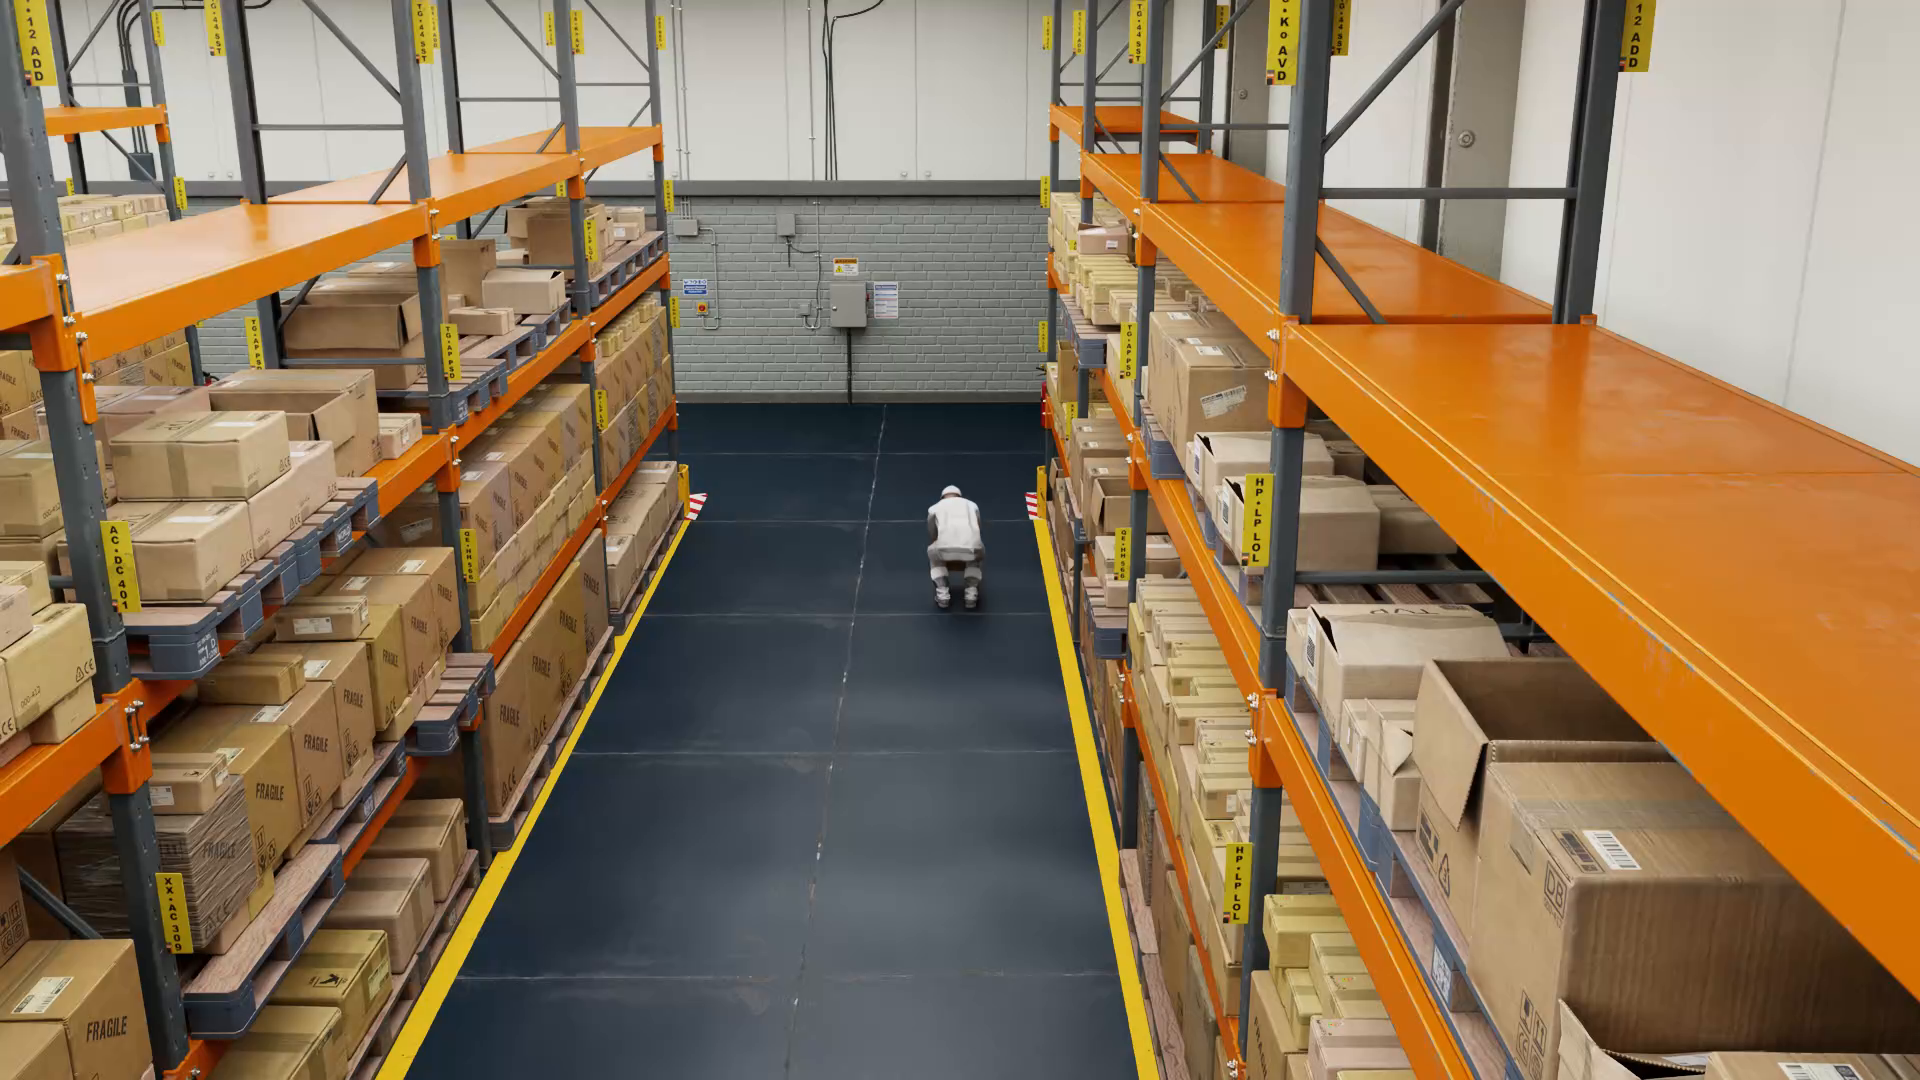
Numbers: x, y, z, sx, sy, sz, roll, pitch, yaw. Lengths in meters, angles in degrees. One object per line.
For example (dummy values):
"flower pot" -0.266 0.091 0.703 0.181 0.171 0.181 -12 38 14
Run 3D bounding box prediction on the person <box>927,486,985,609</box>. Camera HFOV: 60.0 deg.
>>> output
"person" -0.036 0.073 15.238 0.532 0.987 0.928 -1 17 -3
